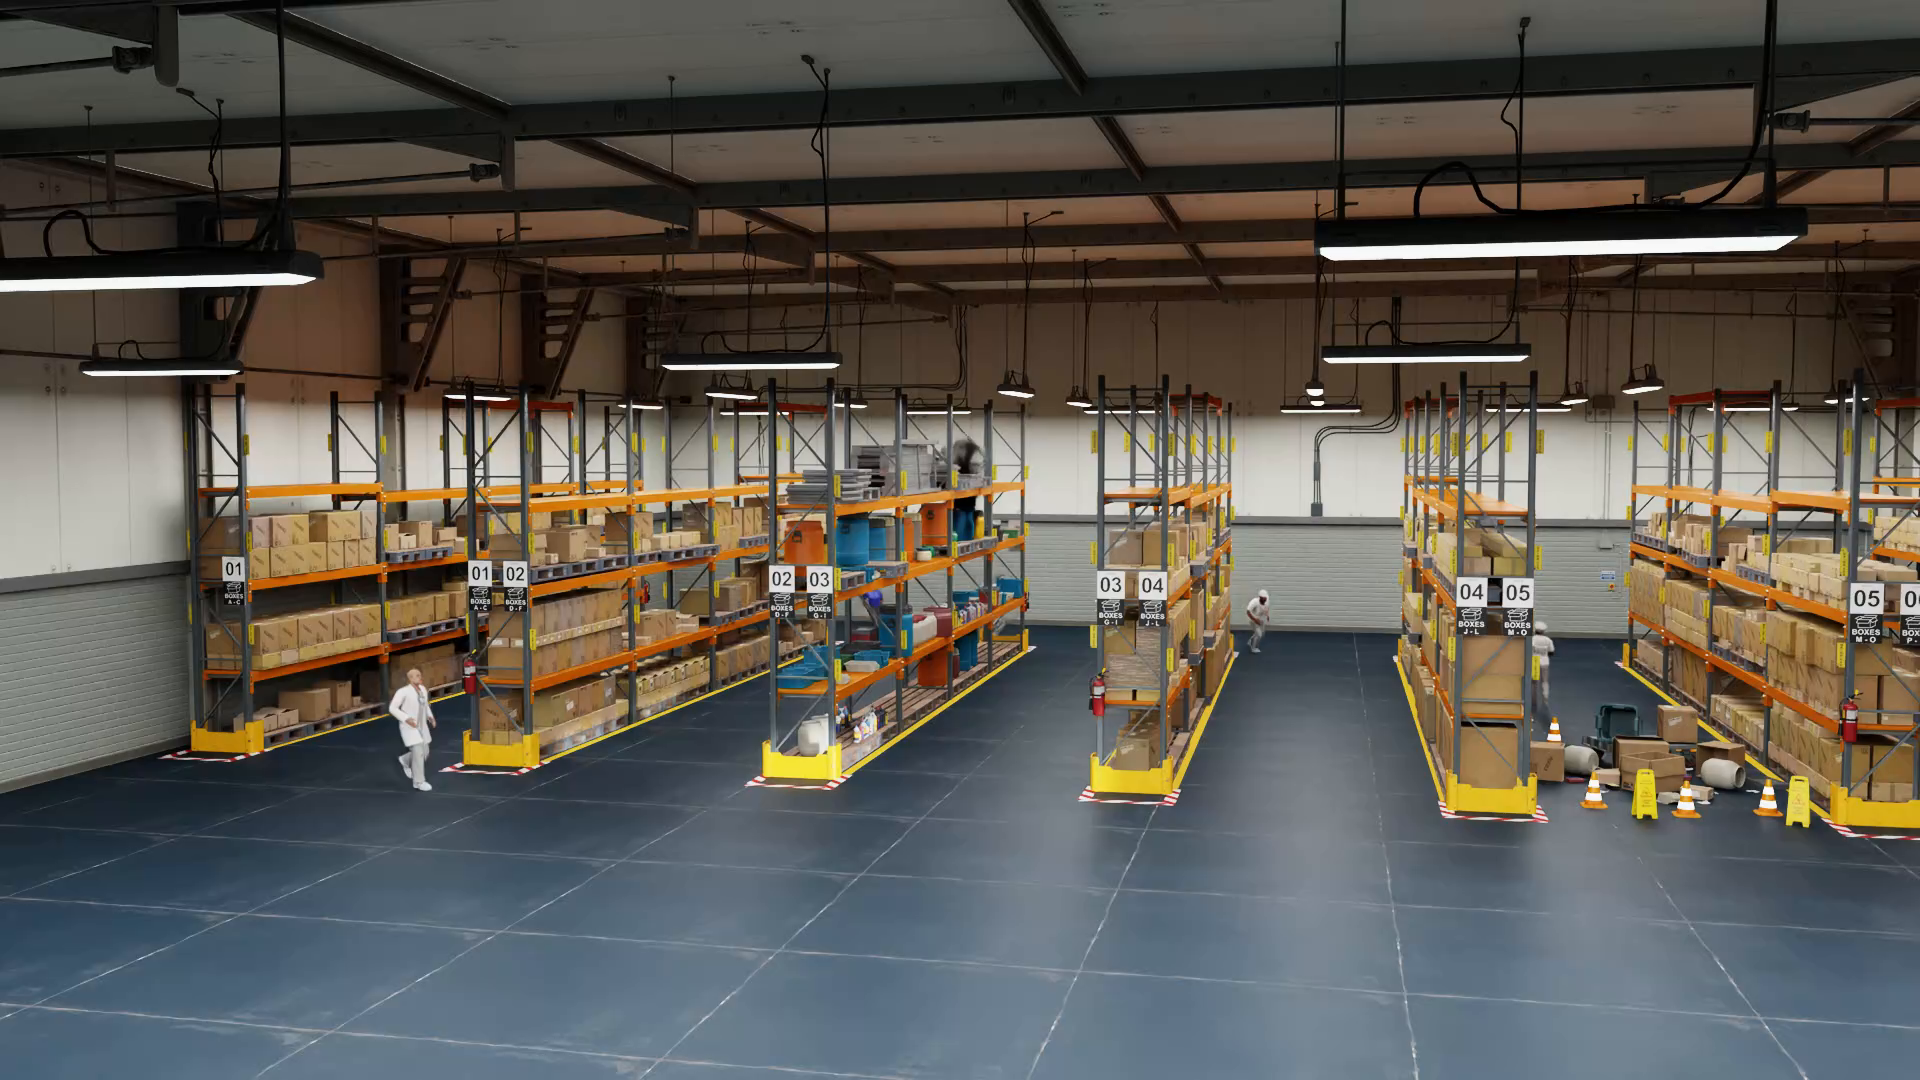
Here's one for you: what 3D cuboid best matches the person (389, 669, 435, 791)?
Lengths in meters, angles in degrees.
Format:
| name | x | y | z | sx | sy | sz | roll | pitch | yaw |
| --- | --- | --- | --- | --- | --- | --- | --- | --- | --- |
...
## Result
| name | x | y | z | sx | sy | sz | roll | pitch | yaw |
| --- | --- | --- | --- | --- | --- | --- | --- | --- | --- |
| person | -8.008 | 2.753 | 24.217 | 0.761 | 1.759 | 0.717 | 2 | 4 | 30 |

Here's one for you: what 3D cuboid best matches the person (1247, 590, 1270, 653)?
| name | x | y | z | sx | sy | sz | roll | pitch | yaw |
| --- | --- | --- | --- | --- | --- | --- | --- | --- | --- |
| person | 7.150 | 1.942 | 40.007 | 0.729 | 1.562 | 0.984 | -2 | 4 | -32 |

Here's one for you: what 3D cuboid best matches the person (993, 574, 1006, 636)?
| name | x | y | z | sx | sy | sz | roll | pitch | yaw |
| --- | --- | --- | --- | --- | --- | --- | --- | --- | --- |
| person | 0.970 | 1.715 | 42.672 | 0.556 | 1.715 | 0.775 | 2 | 4 | 29 |

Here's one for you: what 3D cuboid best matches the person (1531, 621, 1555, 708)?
| name | x | y | z | sx | sy | sz | roll | pitch | yaw |
| --- | --- | --- | --- | --- | --- | --- | --- | --- | --- |
| person | 10.917 | 2.365 | 31.326 | 0.549 | 1.666 | 0.866 | 1 | 3 | 11 |

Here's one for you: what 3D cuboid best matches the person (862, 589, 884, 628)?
| name | x | y | z | sx | sy | sz | roll | pitch | yaw |
| --- | --- | --- | --- | --- | --- | --- | --- | --- | --- |
| person | -2.176 | 1.810 | 41.976 | 0.557 | 1.599 | 0.692 | -1 | 3 | -20 |
